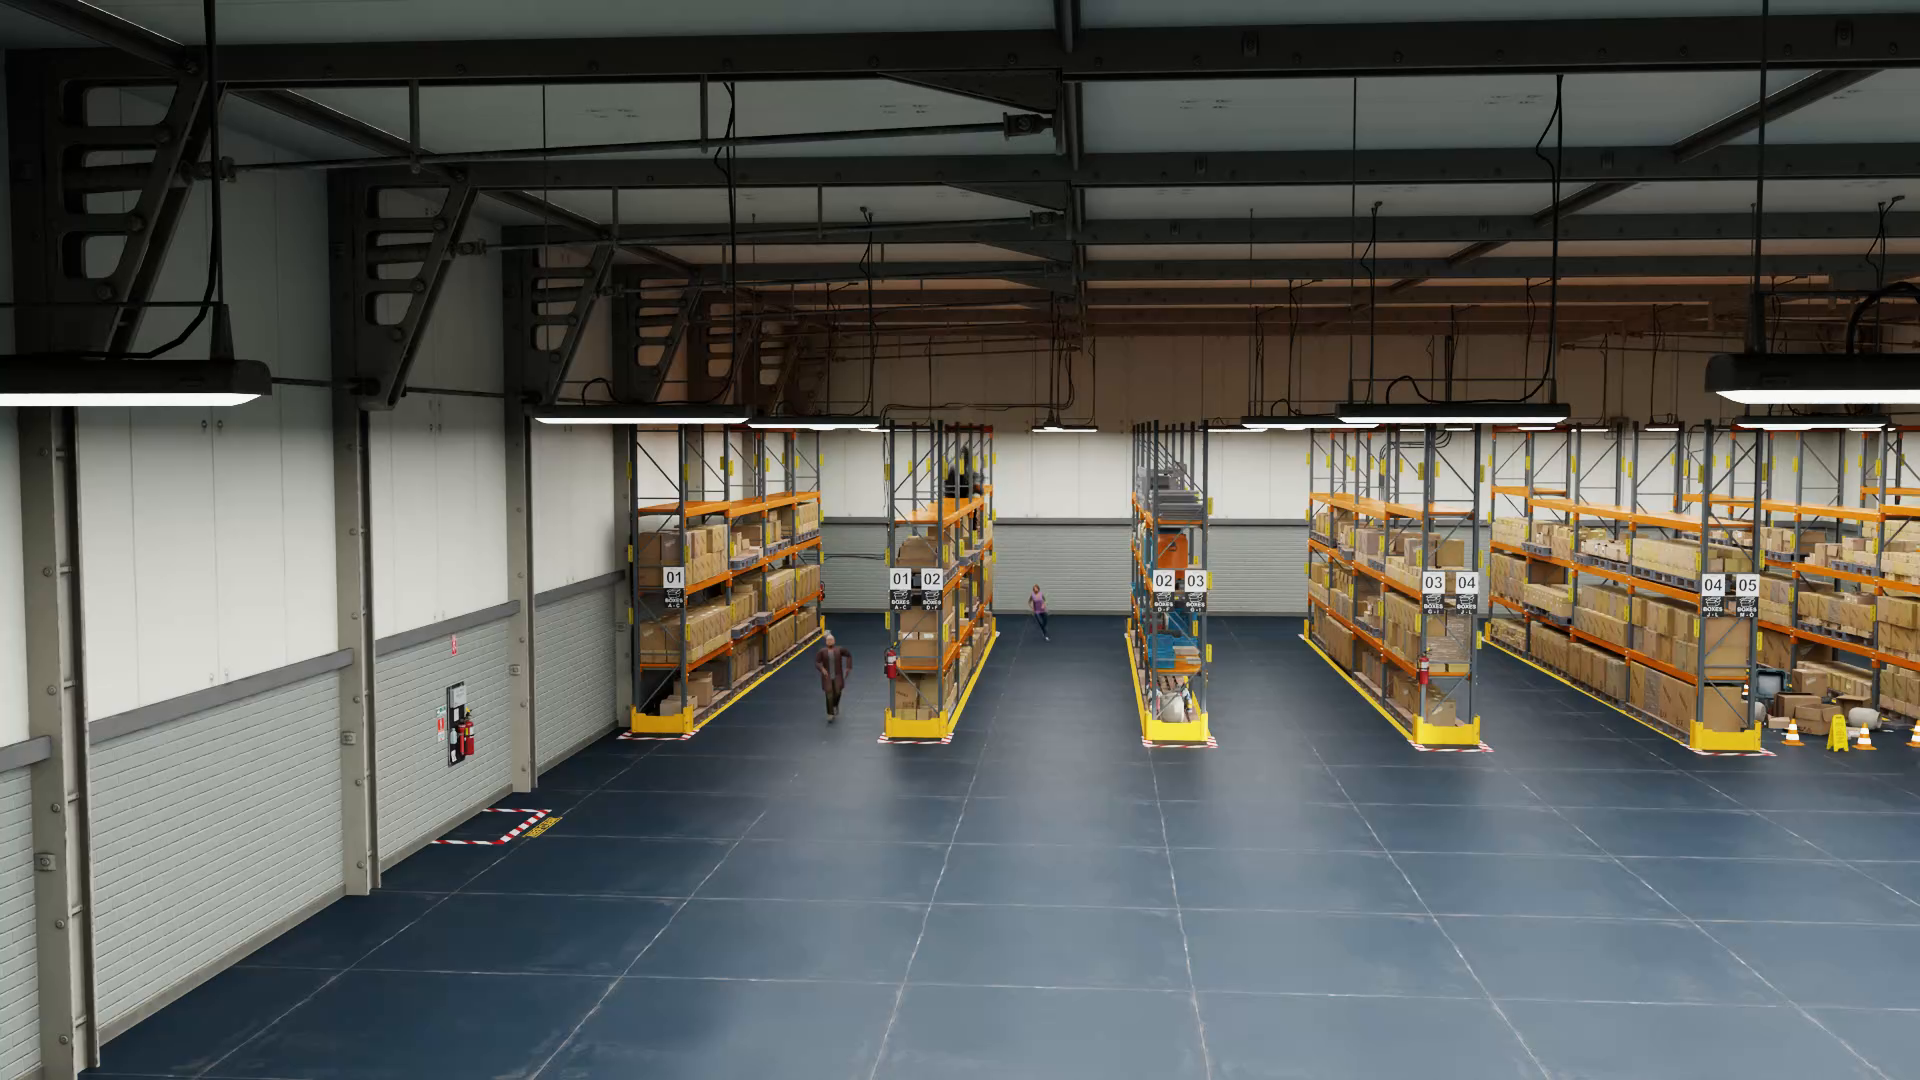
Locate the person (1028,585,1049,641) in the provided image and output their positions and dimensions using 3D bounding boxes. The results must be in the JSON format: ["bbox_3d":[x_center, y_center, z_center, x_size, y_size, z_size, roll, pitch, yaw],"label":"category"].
[{"bbox_3d":[2.189,2.022,46.502,0.563,1.547,0.763,0,4,-4],"label":"person"}]

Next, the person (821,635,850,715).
[{"bbox_3d":[-2.531,2.720,33.169,0.702,1.663,0.742,0,4,-1],"label":"person"}]

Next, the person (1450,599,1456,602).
[{"bbox_3d":[13.523,1.956,45.854,0.724,1.763,0.612,2,4,26],"label":"person"}]
